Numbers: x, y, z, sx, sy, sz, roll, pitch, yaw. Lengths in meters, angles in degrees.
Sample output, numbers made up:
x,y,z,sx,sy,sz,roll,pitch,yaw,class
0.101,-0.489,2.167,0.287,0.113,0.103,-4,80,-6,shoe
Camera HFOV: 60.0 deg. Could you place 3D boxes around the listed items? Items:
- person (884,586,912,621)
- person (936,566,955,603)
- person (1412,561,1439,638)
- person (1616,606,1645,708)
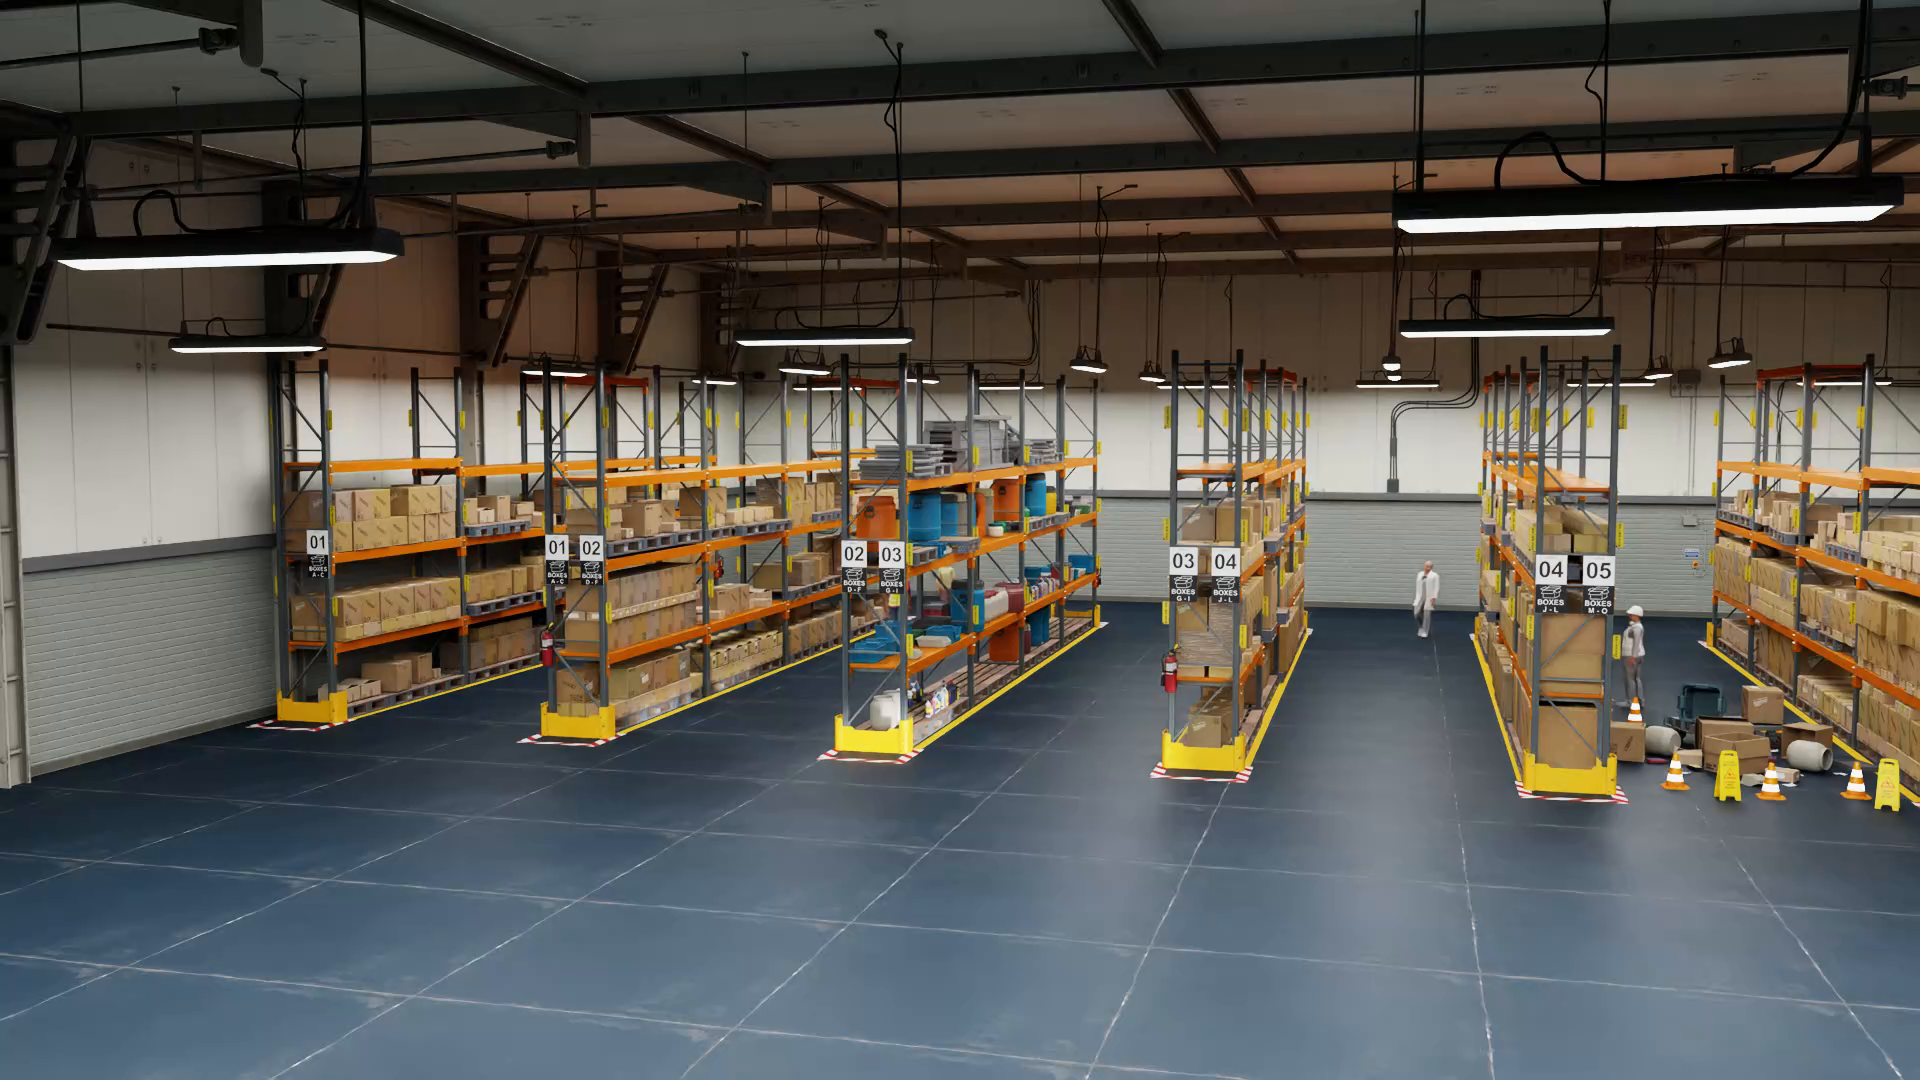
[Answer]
x,y,z,sx,sy,sz,roll,pitch,yaw,class
-1.393,1.481,36.982,0.594,1.724,1.028,1,4,7,person
-0.342,1.367,40.873,0.490,1.424,0.677,0,4,-3,person
10.721,1.366,38.213,0.588,1.761,0.557,3,5,33,person
11.758,2.035,29.047,0.411,1.779,0.565,4,6,44,person
